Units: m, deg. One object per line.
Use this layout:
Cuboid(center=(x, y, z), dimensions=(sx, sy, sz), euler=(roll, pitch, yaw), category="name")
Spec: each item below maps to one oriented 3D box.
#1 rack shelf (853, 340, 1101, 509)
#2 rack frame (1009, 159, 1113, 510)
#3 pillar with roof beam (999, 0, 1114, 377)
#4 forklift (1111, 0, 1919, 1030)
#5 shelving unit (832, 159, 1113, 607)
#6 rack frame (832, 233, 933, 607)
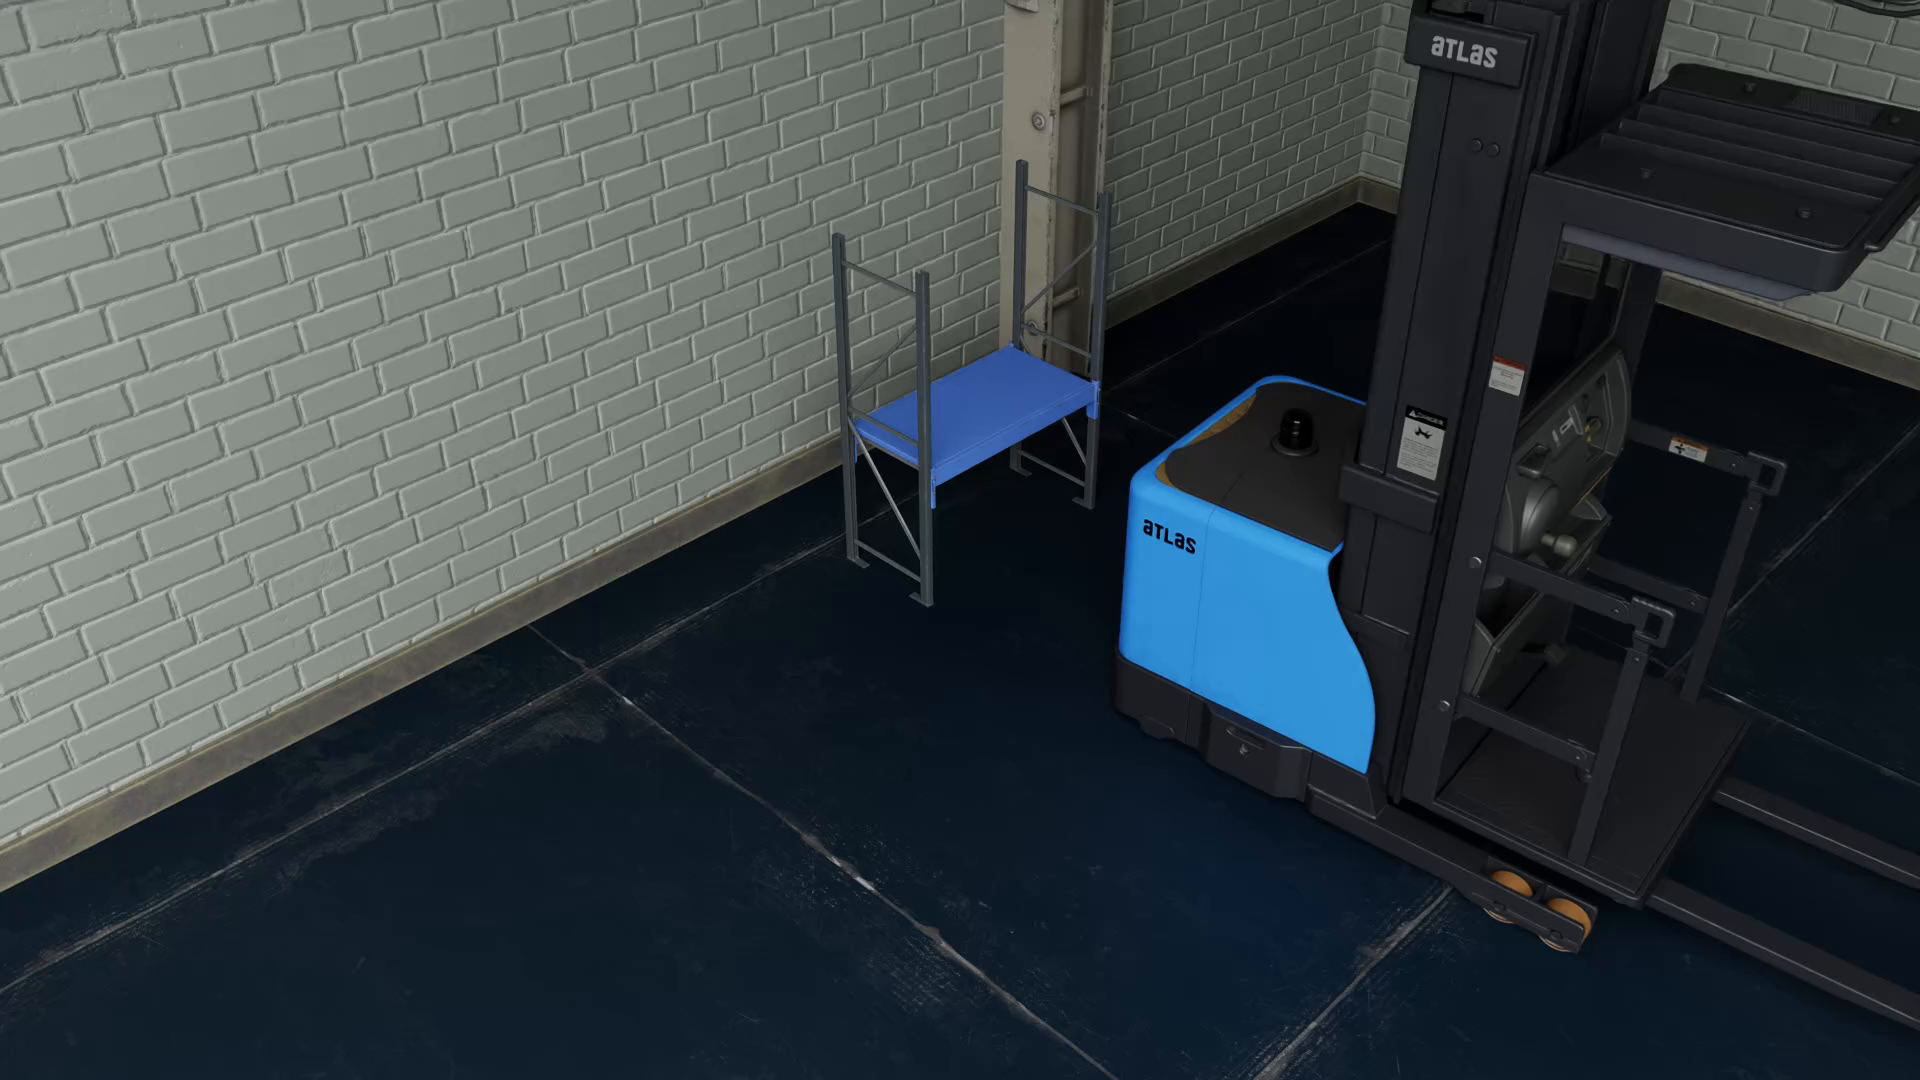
Cuboid(center=(0.060, -0.502, 6.974), dimensions=(0.538, 0.185, 1.000), euler=(30, 45, 35), category="rack shelf")
Cuboid(center=(0.418, -0.856, 7.167), dimensions=(0.500, 1.500, 0.032), euler=(30, 45, 35), category="rack frame")
Cuboid(center=(3.494, -2.785, 3.376), dimensions=(9.100, 9.000, 0.400), euler=(30, 45, 35), category="pillar with roof beam")
Cuboid(center=(2.033, -0.225, 5.010), dimensions=(3.031, 2.935, 1.130), euler=(25, 42, 31), category="forklift")
Cuboid(center=(0.060, -0.650, 6.871), dimensions=(0.538, 1.500, 1.048), euler=(30, 45, 35), category="shelving unit")
Cuboid(center=(-0.298, -0.443, 6.575), dimensions=(0.500, 1.500, 0.032), euler=(30, 45, 35), category="rack frame")
